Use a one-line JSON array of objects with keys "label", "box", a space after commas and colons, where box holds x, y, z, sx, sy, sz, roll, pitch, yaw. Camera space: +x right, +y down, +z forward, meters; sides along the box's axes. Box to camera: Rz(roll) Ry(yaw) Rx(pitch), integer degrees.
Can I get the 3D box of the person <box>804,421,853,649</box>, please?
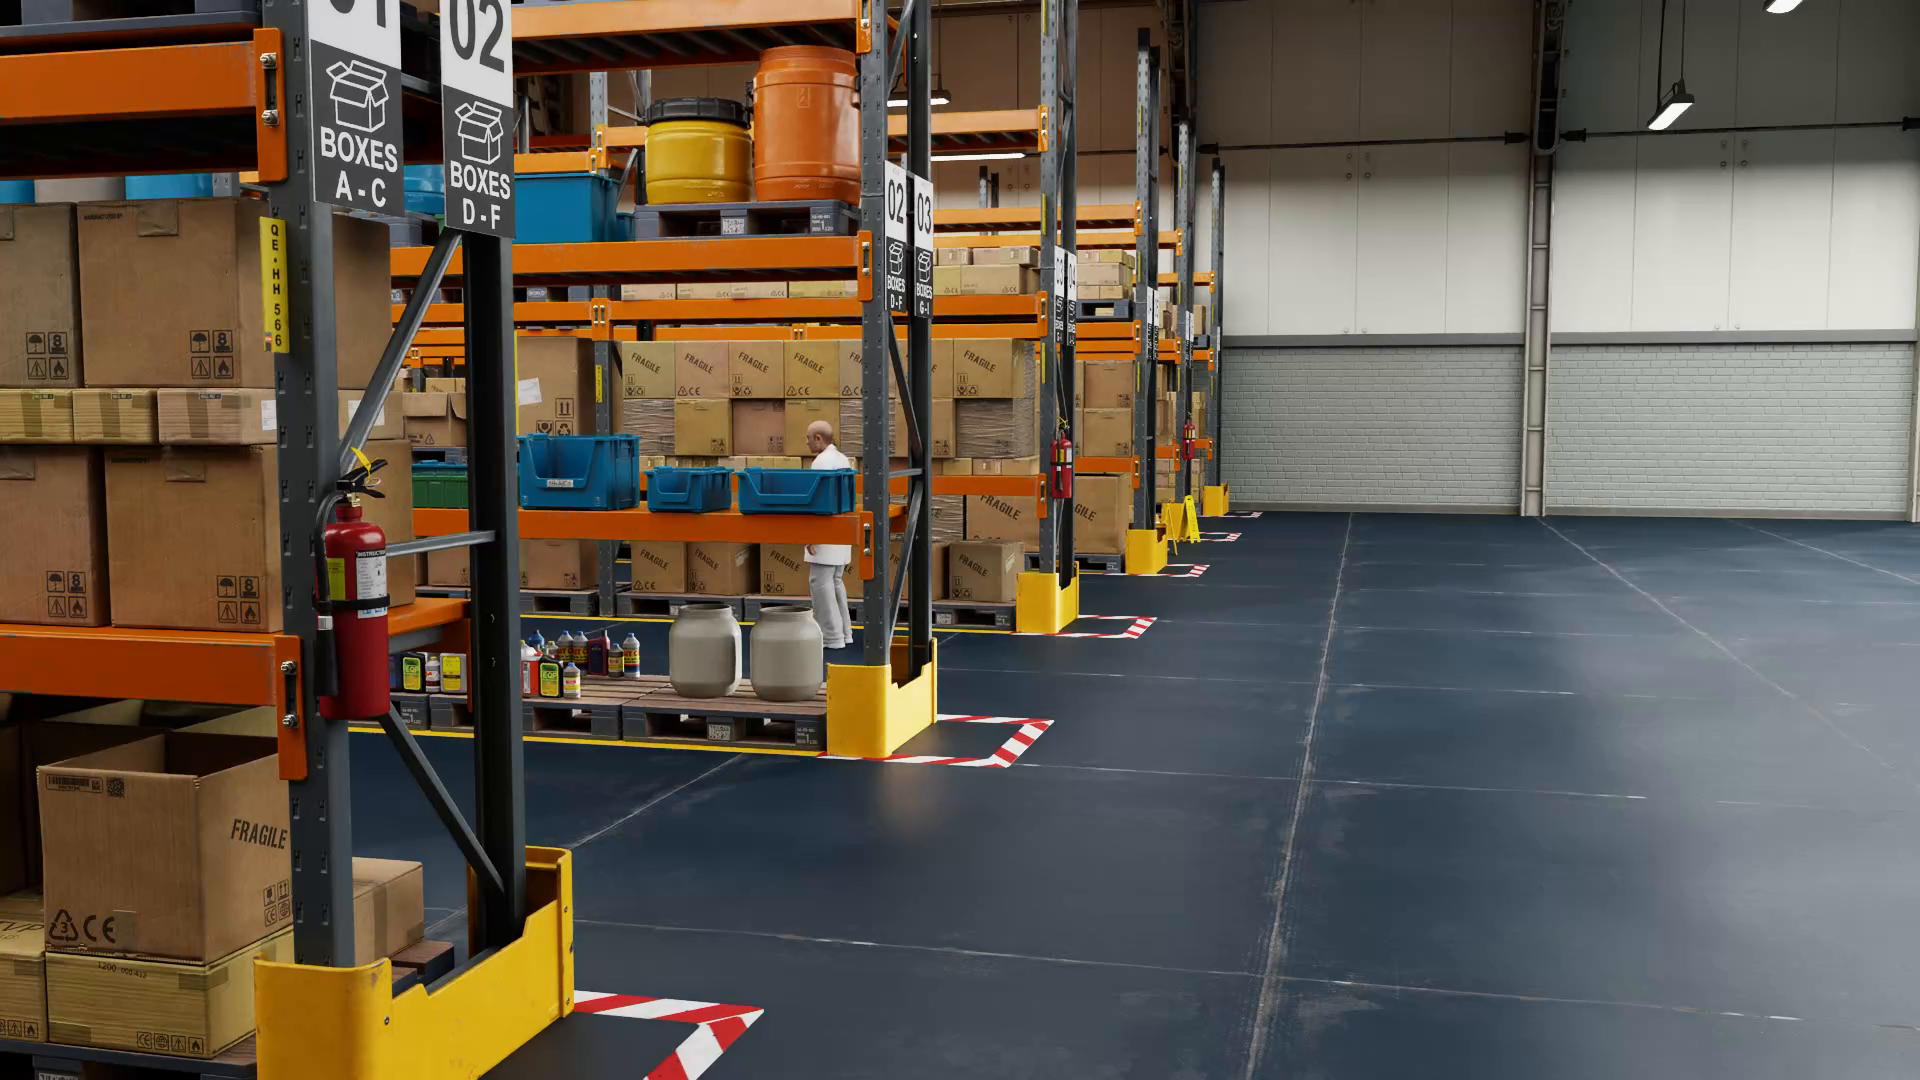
[{"label": "person", "box": [-1.039, -0.048, 13.042, 0.424, 1.774, 0.644, 1, 5, 14]}]
